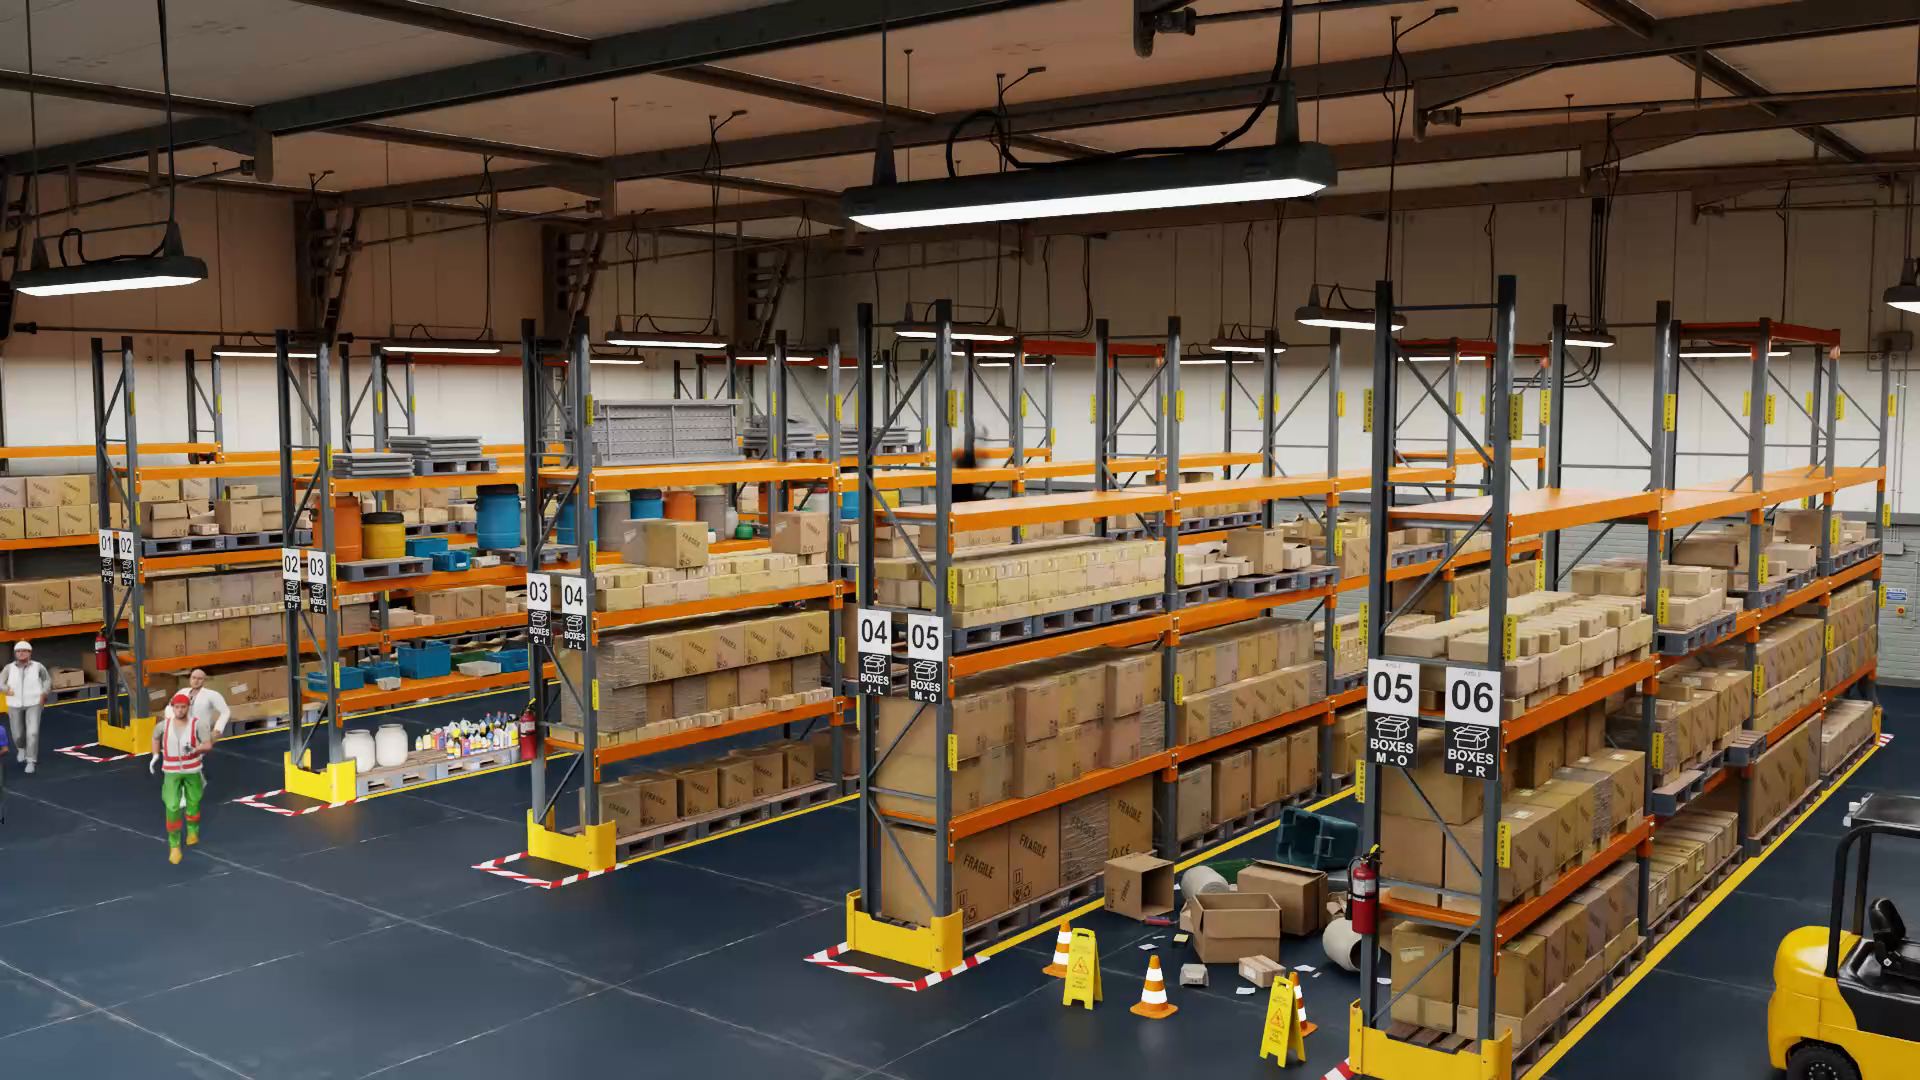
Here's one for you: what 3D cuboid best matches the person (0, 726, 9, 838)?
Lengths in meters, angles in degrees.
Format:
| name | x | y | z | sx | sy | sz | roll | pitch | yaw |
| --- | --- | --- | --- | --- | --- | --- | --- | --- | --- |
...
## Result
| name | x | y | z | sx | sy | sz | roll | pitch | yaw |
| --- | --- | --- | --- | --- | --- | --- | --- | --- | --- |
| person | -11.105 | 2.701 | 18.907 | 0.544 | 1.717 | 0.741 | -2 | 6 | -27 |

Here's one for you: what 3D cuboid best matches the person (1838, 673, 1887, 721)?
| name | x | y | z | sx | sy | sz | roll | pitch | yaw |
| --- | --- | --- | --- | --- | --- | --- | --- | --- | --- |
| person | 14.006 | 2.024 | 26.114 | 0.697 | 1.667 | 0.938 | -2 | 5 | -18 |

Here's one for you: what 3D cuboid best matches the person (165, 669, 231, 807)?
| name | x | y | z | sx | sy | sz | roll | pitch | yaw |
| --- | --- | --- | --- | --- | --- | --- | --- | --- | --- |
| person | -9.606 | 2.490 | 20.841 | 0.787 | 1.735 | 0.556 | 0 | 5 | 6 |

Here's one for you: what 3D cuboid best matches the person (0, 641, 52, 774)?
| name | x | y | z | sx | sy | sz | roll | pitch | yaw |
| --- | --- | --- | --- | --- | --- | --- | --- | --- | --- |
| person | -12.935 | 2.289 | 22.989 | 0.671 | 1.781 | 0.810 | -2 | 5 | -21 |

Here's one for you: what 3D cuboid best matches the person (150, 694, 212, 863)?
| name | x | y | z | sx | sy | sz | roll | pitch | yaw |
| --- | --- | --- | --- | --- | --- | --- | --- | --- | --- |
| person | -8.742 | 2.642 | 18.681 | 0.651 | 1.846 | 0.783 | -2 | 5 | -23 |
